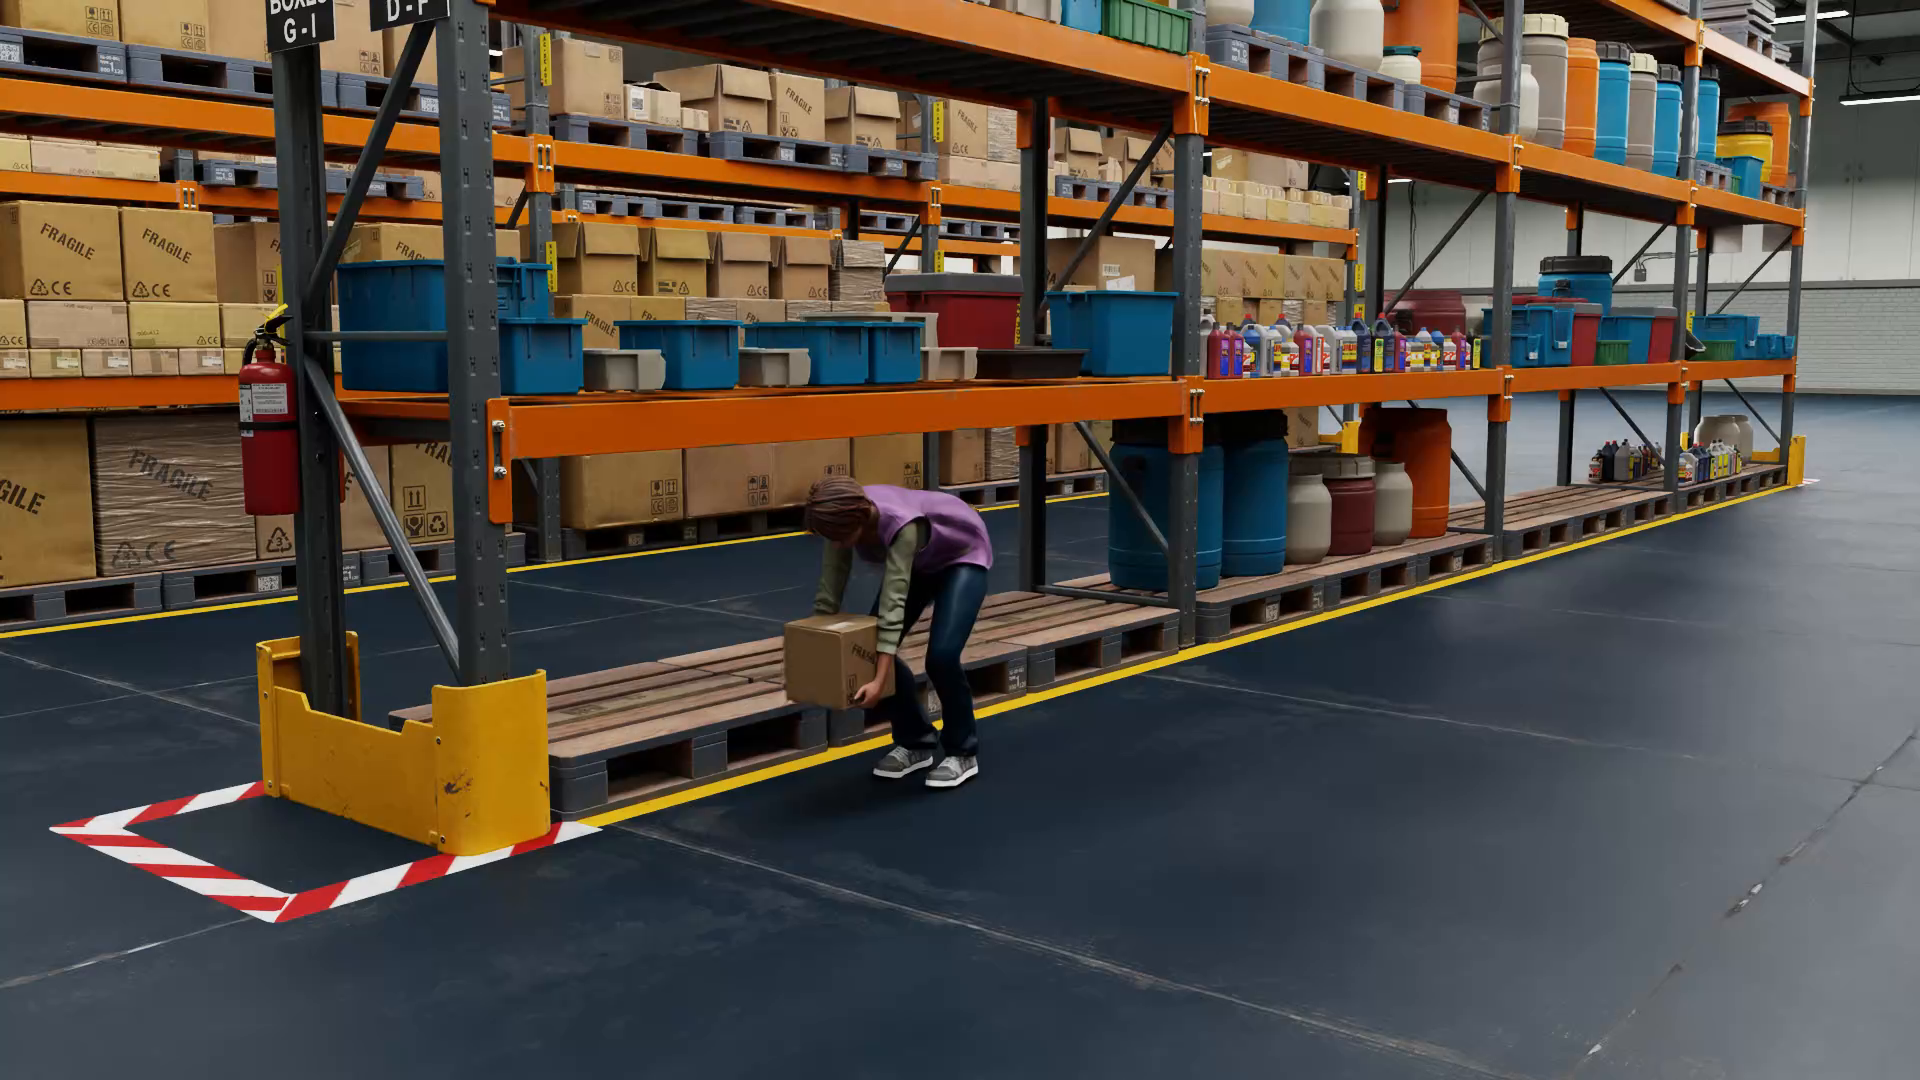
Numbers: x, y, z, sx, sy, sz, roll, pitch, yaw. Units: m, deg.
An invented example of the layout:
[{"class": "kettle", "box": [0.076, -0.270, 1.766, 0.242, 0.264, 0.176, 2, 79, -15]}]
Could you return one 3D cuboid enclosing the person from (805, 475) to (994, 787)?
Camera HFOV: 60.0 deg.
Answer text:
[{"class": "person", "box": [-0.212, 0.305, 5.529, 0.408, 1.073, 0.850, 5, 8, 36]}]
